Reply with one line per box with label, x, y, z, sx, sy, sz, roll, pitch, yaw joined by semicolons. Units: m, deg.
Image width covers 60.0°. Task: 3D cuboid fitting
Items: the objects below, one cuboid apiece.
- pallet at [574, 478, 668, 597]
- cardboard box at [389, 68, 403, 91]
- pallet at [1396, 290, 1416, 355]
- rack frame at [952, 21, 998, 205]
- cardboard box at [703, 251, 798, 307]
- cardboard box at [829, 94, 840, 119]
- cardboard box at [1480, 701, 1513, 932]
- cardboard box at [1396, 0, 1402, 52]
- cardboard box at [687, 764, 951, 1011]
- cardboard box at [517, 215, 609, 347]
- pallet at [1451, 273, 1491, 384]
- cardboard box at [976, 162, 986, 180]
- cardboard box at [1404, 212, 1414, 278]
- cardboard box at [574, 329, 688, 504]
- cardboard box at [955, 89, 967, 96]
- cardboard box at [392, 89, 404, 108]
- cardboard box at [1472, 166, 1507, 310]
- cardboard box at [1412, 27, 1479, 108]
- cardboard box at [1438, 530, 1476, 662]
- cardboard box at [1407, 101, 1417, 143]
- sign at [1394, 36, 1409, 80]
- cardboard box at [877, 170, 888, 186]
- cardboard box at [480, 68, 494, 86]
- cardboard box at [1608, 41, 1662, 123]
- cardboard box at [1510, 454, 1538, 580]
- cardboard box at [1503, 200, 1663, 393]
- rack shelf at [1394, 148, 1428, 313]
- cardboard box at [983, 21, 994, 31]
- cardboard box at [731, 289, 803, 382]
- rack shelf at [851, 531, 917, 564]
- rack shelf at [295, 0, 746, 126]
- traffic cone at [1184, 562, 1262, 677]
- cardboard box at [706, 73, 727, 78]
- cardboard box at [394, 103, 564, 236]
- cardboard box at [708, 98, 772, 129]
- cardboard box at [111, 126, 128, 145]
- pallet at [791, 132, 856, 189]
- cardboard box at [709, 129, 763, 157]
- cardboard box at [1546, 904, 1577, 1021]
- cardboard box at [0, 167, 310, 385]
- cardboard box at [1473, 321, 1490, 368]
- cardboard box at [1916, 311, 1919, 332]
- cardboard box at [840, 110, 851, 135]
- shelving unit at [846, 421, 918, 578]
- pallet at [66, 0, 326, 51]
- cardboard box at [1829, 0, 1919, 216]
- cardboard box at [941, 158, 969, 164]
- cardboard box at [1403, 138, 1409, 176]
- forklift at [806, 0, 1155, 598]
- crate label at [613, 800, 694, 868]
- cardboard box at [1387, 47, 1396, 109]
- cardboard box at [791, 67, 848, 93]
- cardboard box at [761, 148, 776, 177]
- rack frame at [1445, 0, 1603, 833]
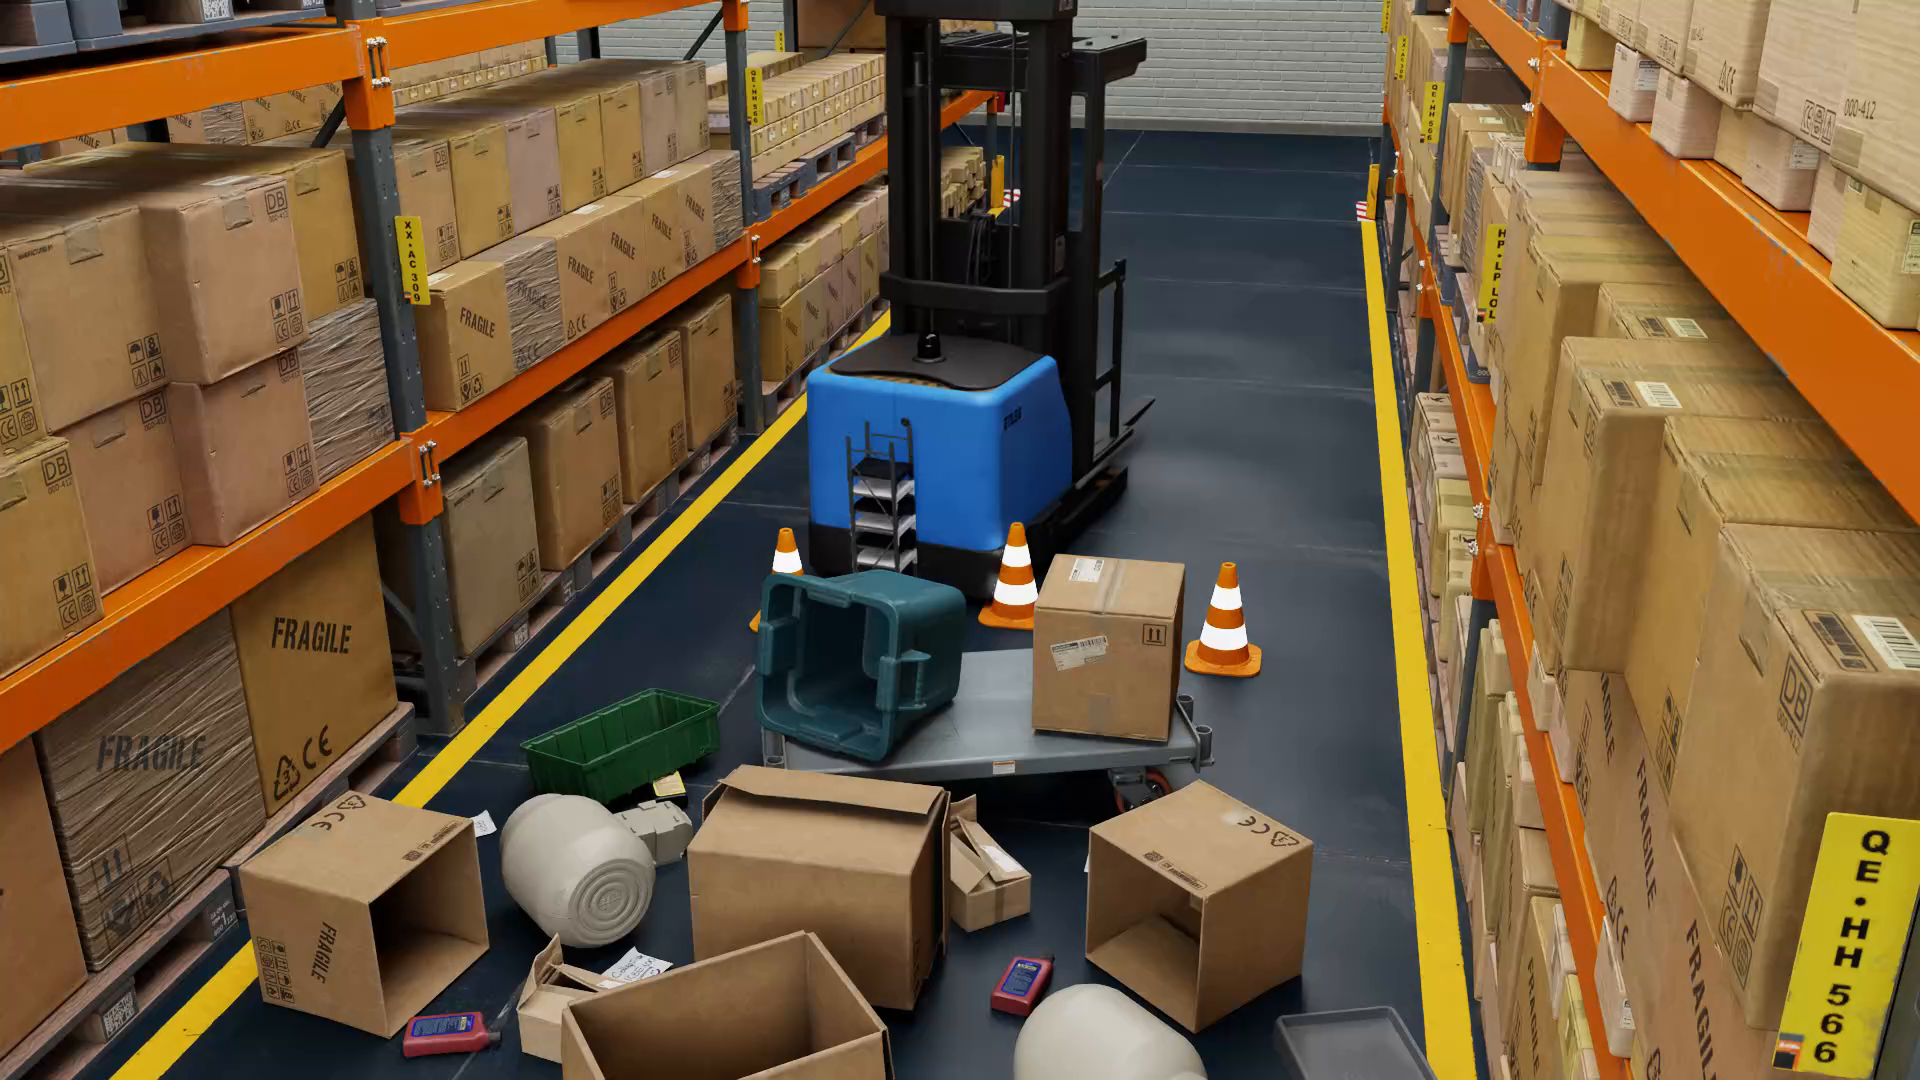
pallet;-2.230;-0.074;8.754;1.003;0.211;1.213;4;22;11
cardboard box;-5.410;-4.193;15.052;0.500;0.250;0.500;4;22;10
pallet;3.855;-1.636;12.633;1.003;0.211;1.213;4;22;11
rack frame;-0.111;-5.021;17.304;1.000;3.000;0.127;4;22;11
cardboard box;-1.366;-1.712;10.868;0.500;0.250;0.500;3;22;8
cardboard box;-1.081;-3.131;11.988;0.380;0.149;0.250;5;22;11
cardboard box;1.824;0.833;4.884;0.500;0.500;0.500;5;23;13
cardboard box;4.081;-4.476;14.479;0.500;0.500;0.500;5;22;11
cardboard box;-0.447;1.088;5.296;0.797;0.637;0.503;4;22;11
cardboard box;-1.982;-1.217;7.727;0.500;0.500;0.500;4;22;11
pallet;2.759;-0.938;7.425;1.003;0.211;1.213;4;22;11
cardboard box;0.060;-3.816;17.170;0.380;0.149;0.250;4;22;9
cardboard box;4.172;-2.445;13.777;0.875;0.438;0.875;4;22;10
cardboard box;-2.131;-0.710;9.051;1.050;0.750;0.750;5;22;12
cardboard box;-0.137;-4.393;16.082;0.380;0.149;0.250;3;22;9
cardboard box;-5.323;-4.035;15.194;0.380;0.149;0.250;4;22;9
cardboard box;2.387;-1.227;6.790;0.500;0.500;0.500;5;23;13
cardboard box;3.386;-3.217;11.354;0.500;0.500;0.500;4;22;10
cardboard box;2.554;0.277;7.105;0.950;0.372;0.625;6;23;14
cardboard box;3.365;-2.865;11.483;0.500;0.250;0.500;5;22;12
sign;3.395;-3.697;12.754;0.100;0.325;0.005;4;22;11
cardboard box;-0.758;-3.421;15.791;0.380;0.149;0.250;5;22;11
cardboard box;-4.956;-4.695;16.833;0.380;0.149;0.250;5;22;11
cardboard box;1.654;-1.006;3.658;0.380;0.149;0.250;4;22;10
cardboard box;1.864;-0.151;4.681;0.500;0.500;0.500;4;22;11
cardboard box;1.879;-0.610;4.483;0.700;0.500;0.500;5;22;11
rack shelf;3.531;-2.152;11.145;1.077;0.370;4.000;4;22;11
cardboard box;0.049;-5.021;16.773;0.500;0.500;0.500;5;22;12
cardboard box;-1.350;-1.369;11.022;0.500;0.500;0.500;4;22;9
rack shelf;-0.360;0.019;7.916;0.258;0.077;0.200;9;27;20
rack shelf;-2.152;-2.421;7.797;1.077;0.370;4.000;4;22;11
traffic cone;1.189;0.325;7.427;0.336;0.463;0.334;4;22;11
cardboard box;-1.773;-3.231;11.839;0.380;0.149;0.250;5;23;13
cardboard box;-2.258;-1.697;7.580;0.700;0.500;0.500;5;22;11
cardboard box;-1.408;-2.702;10.524;0.380;0.149;0.250;4;22;9
cardboard box;-6.110;-2.902;11.910;0.500;0.500;0.500;4;22;9
pallet;-1.380;-2.733;11.881;1.003;0.211;1.213;4;22;11
cardboard box;-1.449;-2.472;10.353;0.380;0.149;0.250;5;23;13
cardboard box;1.517;0.963;3.693;0.380;0.149;0.250;5;23;13
cardboard box;-2.667;-0.860;5.328;0.875;0.550;0.550;4;22;11
cardboard box;2.230;-0.771;6.527;0.380;0.149;0.250;4;22;10
cardboard box;1.289;-0.255;1.793;0.380;0.149;0.250;5;22;11
cardboard box;-1.023;-3.096;12.299;0.380;0.149;0.250;3;22;9
shelving unit;-0.363;-0.093;7.864;0.258;0.900;0.210;9;27;20
pallet;-2.737;-1.684;5.123;1.003;0.211;1.213;4;22;11
cardboard box;1.331;-0.496;1.858;0.500;0.250;0.500;4;22;10
cardboard box;-0.122;-3.674;16.419;0.380;0.149;0.250;4;22;9
cardboard box;3.366;-2.631;11.573;0.500;0.250;0.500;4;22;10
forklift;0.307;-1.595;8.891;1.130;2.935;3.031;10;24;22
crate label;-1.128;1.063;6.032;0.298;0.136;0.250;-11;25;-26
cardboard box;4.179;-4.201;15.136;0.500;0.500;0.500;4;22;11
cardboard box;-1.034;-3.372;12.188;0.380;0.149;0.250;4;22;9
cardboard box;-1.400;-2.419;10.620;0.380;0.149;0.250;6;23;14
rack frame;2.306;-0.291;5.562;1.000;3.000;0.127;4;22;11
